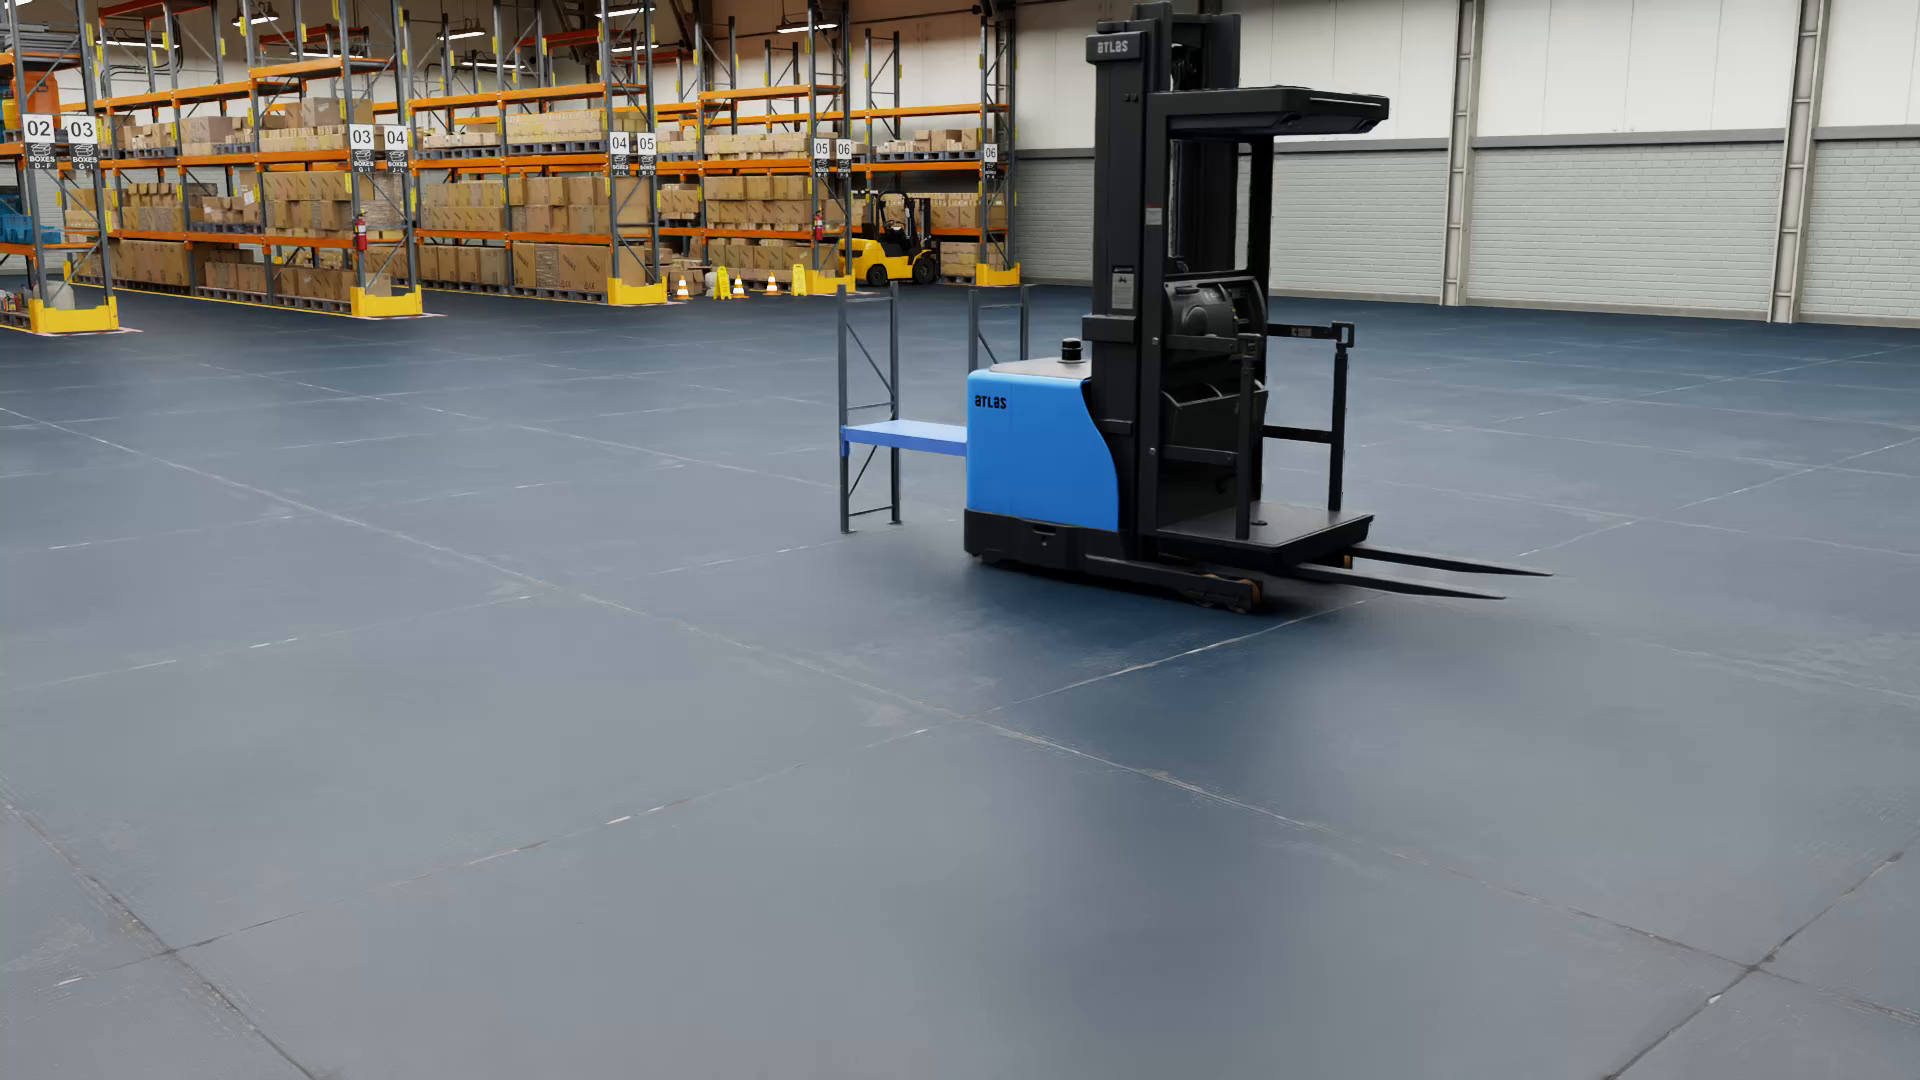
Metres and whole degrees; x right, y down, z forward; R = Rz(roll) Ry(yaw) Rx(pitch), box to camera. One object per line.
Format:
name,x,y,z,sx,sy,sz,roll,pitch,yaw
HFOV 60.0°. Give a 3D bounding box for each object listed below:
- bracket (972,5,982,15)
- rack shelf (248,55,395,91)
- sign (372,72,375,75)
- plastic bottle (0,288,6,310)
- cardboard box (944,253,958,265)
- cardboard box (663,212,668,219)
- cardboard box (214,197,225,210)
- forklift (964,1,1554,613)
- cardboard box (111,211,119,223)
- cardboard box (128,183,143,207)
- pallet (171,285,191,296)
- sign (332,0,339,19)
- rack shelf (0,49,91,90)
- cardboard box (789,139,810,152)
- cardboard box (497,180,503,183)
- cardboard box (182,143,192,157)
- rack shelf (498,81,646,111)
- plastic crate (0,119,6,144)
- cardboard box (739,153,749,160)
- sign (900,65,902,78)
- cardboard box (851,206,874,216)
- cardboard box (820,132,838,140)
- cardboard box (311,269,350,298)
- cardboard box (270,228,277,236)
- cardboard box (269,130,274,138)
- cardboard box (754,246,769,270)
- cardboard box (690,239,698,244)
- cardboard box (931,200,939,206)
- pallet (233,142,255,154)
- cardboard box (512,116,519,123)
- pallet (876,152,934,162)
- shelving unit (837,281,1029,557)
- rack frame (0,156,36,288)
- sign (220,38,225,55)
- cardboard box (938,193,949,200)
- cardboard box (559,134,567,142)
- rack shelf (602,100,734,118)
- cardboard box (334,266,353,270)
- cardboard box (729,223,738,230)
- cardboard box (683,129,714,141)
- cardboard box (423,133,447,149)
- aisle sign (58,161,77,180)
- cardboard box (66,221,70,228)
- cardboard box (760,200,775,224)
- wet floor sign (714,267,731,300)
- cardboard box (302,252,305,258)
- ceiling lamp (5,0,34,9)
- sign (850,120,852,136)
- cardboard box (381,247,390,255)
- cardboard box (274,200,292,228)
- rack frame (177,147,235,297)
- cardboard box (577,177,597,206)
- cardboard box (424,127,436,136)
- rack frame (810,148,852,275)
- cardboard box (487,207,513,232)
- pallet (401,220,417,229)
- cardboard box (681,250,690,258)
bracket,0.499,-12.376,38.761,0.235,0.232,0.430,-11,16,-43
rack shelf,-11.265,-8.239,29.394,1.077,0.370,4.000,-11,16,-43
sign,-14.116,-11.342,39.957,0.100,0.325,0.005,-11,16,-43
plastic bottle,-15.419,-3.883,26.797,0.144,0.351,0.185,-10,15,-40
cardboard box,-0.030,-6.642,39.253,0.500,0.250,0.500,-11,16,-43
cardboard box,-6.728,-7.598,38.939,0.380,0.149,0.250,-11,16,-43
cardboard box,-14.549,-6.645,33.441,0.700,0.500,0.500,-8,14,-34
forklift,1.486,-1.197,8.460,3.031,2.935,1.130,9,15,38
cardboard box,-18.665,-7.215,37.131,0.500,0.250,0.500,-11,16,-44
cardboard box,-17.724,-7.563,36.452,0.637,0.503,0.797,11,16,44
pallet,-15.898,-5.291,35.068,1.003,0.211,1.213,-11,16,-43
sign,-10.299,-8.762,27.433,0.100,0.325,0.005,-11,16,-43
rack shelf,-14.847,-7.355,26.084,1.077,0.370,4.000,-11,16,-43
cardboard box,-3.264,-8.323,35.075,0.500,0.250,0.500,-11,16,-43
cardboard box,-12.101,-9.510,44.303,0.380,0.149,0.250,-11,16,-43
cardboard box,-15.268,-7.822,33.384,0.500,0.250,0.500,-11,16,-42
rack shelf,-7.608,-8.722,32.717,1.077,0.370,4.000,-11,16,-43
plastic crate,-15.001,-6.371,26.006,0.392,0.384,0.575,-11,16,-43
cardboard box,-4.614,-8.394,36.410,0.380,0.149,0.250,-11,16,-44
sign,-1.473,-11.567,41.049,0.100,0.325,0.005,-11,16,-43
cardboard box,-2.415,-8.228,41.546,0.500,0.250,0.500,-11,16,-44
cardboard box,-2.814,-8.561,35.245,0.380,0.149,0.250,-11,16,-43
cardboard box,-11.512,-4.702,30.455,0.500,0.500,0.500,10,15,40
cardboard box,-12.552,-5.712,30.827,0.380,0.149,0.250,-11,16,-43
cardboard box,-12.411,-7.418,30.434,0.250,0.149,0.380,11,16,42
cardboard box,-4.164,-6.201,36.493,0.500,0.500,0.500,11,16,44
cardboard box,-7.360,-8.397,46.783,0.380,0.149,0.250,-10,15,-40
cardboard box,-0.474,-7.998,39.445,0.380,0.149,0.250,-11,16,-42
pallet,-12.995,-7.429,31.569,1.213,0.211,1.003,-11,16,-43
cardboard box,-8.806,-8.477,33.548,0.380,0.149,0.250,-11,16,-43
pallet,-1.283,-9.325,40.526,1.003,0.211,1.213,-11,16,-43
shelving unit,-0.166,-0.746,9.813,1.048,1.500,0.538,10,15,39
rack frame,-16.228,-5.257,27.993,1.000,3.000,0.127,-11,16,-43
sign,-15.023,-10.042,33.843,0.100,0.325,0.005,-11,16,-43
cardboard box,-0.300,-8.107,39.235,0.380,0.149,0.250,-10,16,-41
cardboard box,-7.578,-7.827,32.370,0.380,0.149,0.250,-11,16,-42
rack shelf,-6.860,-10.010,38.970,1.077,0.370,4.000,-11,16,-43
cardboard box,-15.031,-6.610,40.586,0.380,0.149,0.250,-11,16,-42
cardboard box,-4.930,-7.009,37.121,0.380,0.149,0.250,-10,15,-41
cardboard box,-5.971,-9.241,37.990,0.500,0.250,0.500,-10,16,-41
cardboard box,-11.410,-8.751,36.452,0.500,0.311,0.500,-11,16,-42
aisle sign,-21.200,-8.940,39.430,0.394,0.787,0.004,-11,16,-43
cardboard box,-20.926,-7.477,39.394,0.380,0.149,0.250,-11,16,-42
cardboard box,-3.976,-7.127,36.085,0.500,0.500,0.500,-11,16,-43
wet floor sign,-4.774,-5.158,33.349,0.232,0.644,0.267,8,14,35
cardboard box,-16.385,-7.207,42.010,0.380,0.149,0.250,-10,15,-40
ceiling lamp,-19.152,-12.490,33.768,0.800,3.185,2.000,-11,16,-43
sign,-2.324,-8.717,35.189,0.100,0.325,0.005,-11,16,-43
cardboard box,-13.109,-6.768,38.622,0.500,0.250,0.500,-10,16,-41
cardboard box,-12.060,-5.989,30.565,0.875,0.500,0.500,-11,16,-43
rack frame,-15.408,-6.531,34.177,1.000,3.000,0.127,-11,16,-43
cardboard box,-6.901,-6.769,32.285,0.875,0.550,0.550,-11,16,-43
cardboard box,-12.187,-9.273,37.908,0.396,0.266,0.258,-11,16,-43
rack frame,-2.716,-6.744,35.213,1.000,3.000,0.127,-11,16,-43
cardboard box,-9.543,-6.711,34.805,0.500,0.500,0.500,-11,16,-43
pallet,-12.320,-7.202,37.912,1.213,0.211,1.003,-11,16,-43
cardboard box,-7.701,-8.206,47.930,0.500,0.311,0.500,-10,15,-41
